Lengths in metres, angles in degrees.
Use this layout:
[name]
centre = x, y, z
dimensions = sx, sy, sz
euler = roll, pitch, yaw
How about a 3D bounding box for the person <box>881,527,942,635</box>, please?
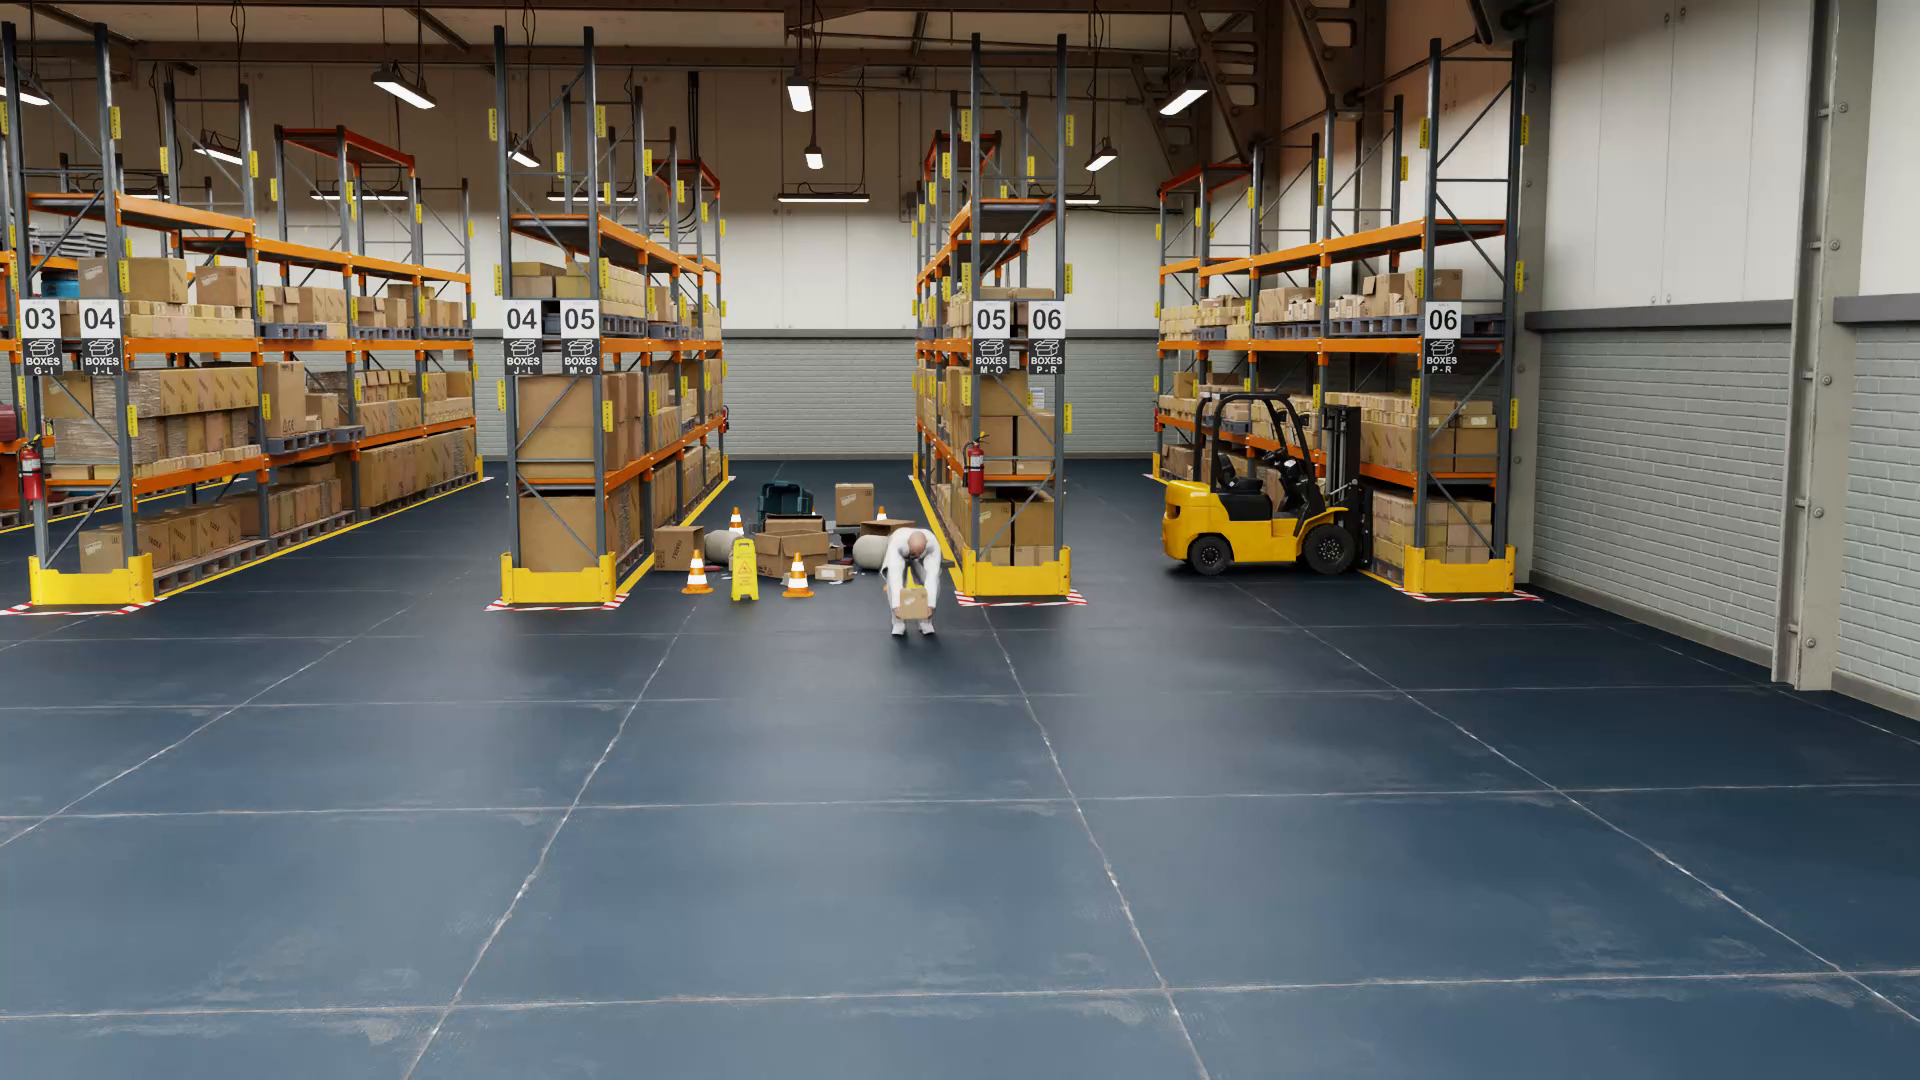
[person]
centre = -0.448, 0.390, 15.687
dimensions = 0.590, 1.028, 0.942
euler = -1, 7, -6
